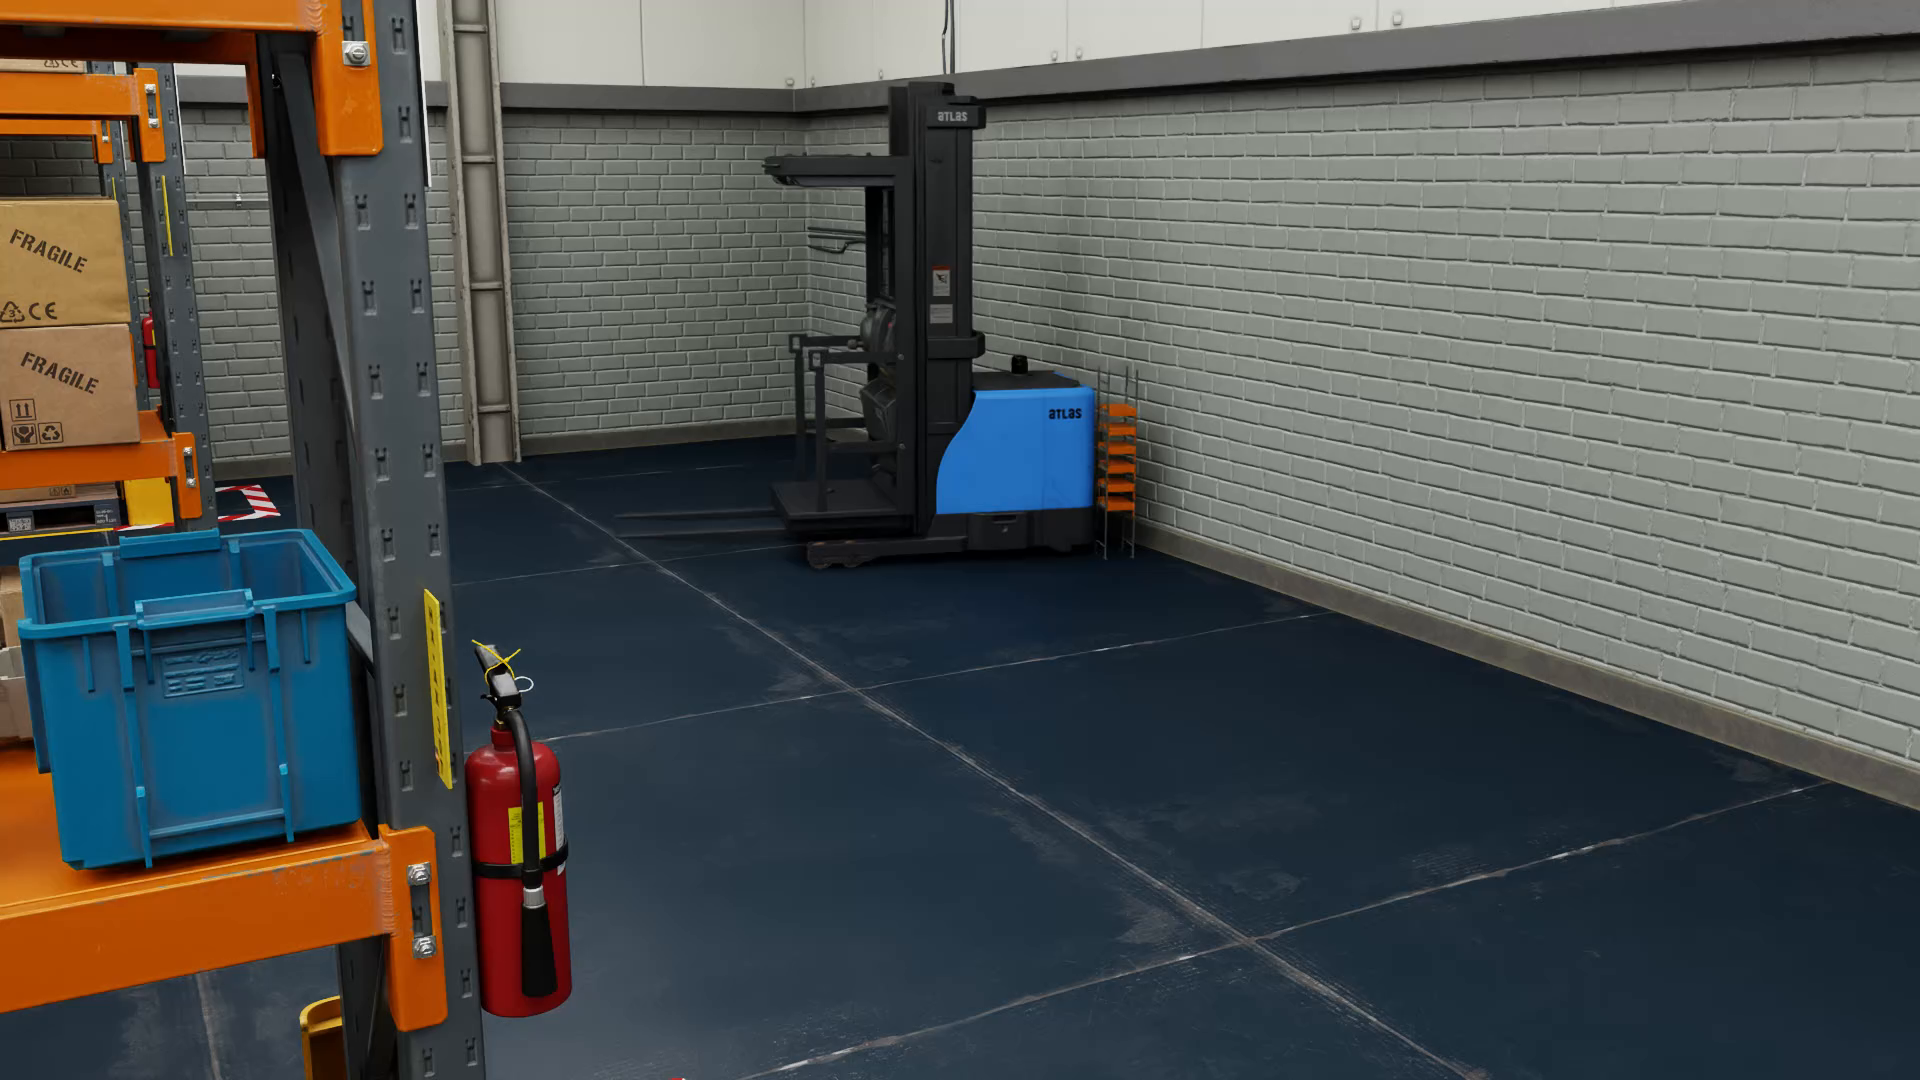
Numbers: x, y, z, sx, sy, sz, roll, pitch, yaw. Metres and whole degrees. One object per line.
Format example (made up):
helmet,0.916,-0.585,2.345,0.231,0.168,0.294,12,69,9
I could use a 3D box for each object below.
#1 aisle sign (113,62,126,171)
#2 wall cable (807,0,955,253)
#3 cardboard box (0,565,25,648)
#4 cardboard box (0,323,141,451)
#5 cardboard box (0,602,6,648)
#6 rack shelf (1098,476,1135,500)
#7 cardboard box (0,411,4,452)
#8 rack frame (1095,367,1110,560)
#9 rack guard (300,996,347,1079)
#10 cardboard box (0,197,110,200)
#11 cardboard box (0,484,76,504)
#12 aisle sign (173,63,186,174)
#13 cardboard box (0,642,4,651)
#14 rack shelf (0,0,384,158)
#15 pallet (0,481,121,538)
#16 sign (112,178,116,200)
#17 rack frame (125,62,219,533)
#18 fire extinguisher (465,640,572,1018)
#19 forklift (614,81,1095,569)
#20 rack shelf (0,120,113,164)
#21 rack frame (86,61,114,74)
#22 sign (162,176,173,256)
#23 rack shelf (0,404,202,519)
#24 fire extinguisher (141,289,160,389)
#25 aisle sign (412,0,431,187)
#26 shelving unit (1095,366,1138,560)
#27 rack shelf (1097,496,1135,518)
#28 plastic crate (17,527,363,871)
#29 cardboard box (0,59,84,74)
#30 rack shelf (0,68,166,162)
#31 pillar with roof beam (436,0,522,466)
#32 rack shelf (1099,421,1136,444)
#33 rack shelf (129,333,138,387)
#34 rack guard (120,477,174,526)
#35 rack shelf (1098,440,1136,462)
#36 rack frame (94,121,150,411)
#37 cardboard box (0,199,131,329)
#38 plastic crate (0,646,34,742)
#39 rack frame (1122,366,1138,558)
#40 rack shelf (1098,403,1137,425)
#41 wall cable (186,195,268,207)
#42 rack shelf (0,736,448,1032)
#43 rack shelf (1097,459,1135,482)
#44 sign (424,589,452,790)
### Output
aisle sign,-5.694,-2.901,11.248,0.004,0.787,0.394,-7,14,-28
wall cable,-0.766,-3.621,13.777,0.112,2.526,3.097,-7,14,-28
cardboard box,-3.884,0.381,7.278,0.500,0.500,0.500,-7,14,-28
cardboard box,-3.787,-0.678,7.063,0.500,0.500,0.500,-6,14,-26
cardboard box,-4.577,0.453,7.525,0.500,0.250,0.500,-7,14,-28
rack shelf,0.990,-0.330,10.591,0.180,0.103,0.258,-2,13,-11
cardboard box,-4.241,-0.623,6.818,0.500,0.500,0.500,-7,14,-27
rack frame,0.901,-0.486,10.537,0.006,1.200,0.240,-2,13,-11
rack guard,-1.140,1.440,3.570,0.348,0.500,1.175,-7,14,-28
cardboard box,-4.040,-1.270,7.414,0.500,0.500,0.500,-6,14,-26
cardboard box,-6.468,-0.576,11.572,0.500,0.500,0.700,-7,14,-28
aisle sign,-3.318,-1.945,7.001,0.004,0.787,0.394,-7,14,-28
cardboard box,-4.282,0.569,7.202,0.250,0.166,0.380,-7,14,-28
rack shelf,-2.910,-0.676,2.088,4.000,0.370,1.077,-7,14,-28
pallet,-6.566,-0.224,11.622,1.213,0.211,1.003,-7,14,-28
sign,-5.654,-2.258,11.133,0.005,0.325,0.100,-7,14,-28
rack frame,-3.525,-0.729,7.517,0.127,3.000,1.000,-7,14,-28
fire extinguisher,-0.804,0.517,3.004,0.183,0.674,0.296,-7,14,-28
forklift,-0.702,-1.375,10.545,3.031,2.935,1.130,-3,13,-12
rack shelf,-7.657,-2.585,10.572,4.000,0.370,1.077,-7,14,-28
rack frame,-5.901,-4.610,11.098,0.127,3.000,1.000,-7,14,-28
sign,-3.276,-1.339,6.870,0.005,0.325,0.100,-7,14,-28
rack shelf,-5.280,-0.168,6.661,4.000,0.370,1.077,-7,14,-28
fire extinguisher,-5.548,-1.391,11.482,0.183,0.674,0.296,-7,14,-28
aisle sign,-0.951,-0.993,2.771,0.004,0.787,0.394,-7,14,-28
shelving unit,0.990,-0.490,10.555,0.189,1.200,0.258,-2,13,-11
rack shelf,0.990,-0.213,10.617,0.180,0.103,0.258,-2,13,-11
plastic crate,-1.359,0.251,2.946,0.499,0.435,0.616,-7,14,-28
cardboard box,-3.849,-2.014,6.738,0.500,0.250,0.500,-7,14,-28
rack shelf,-5.280,-1.631,6.331,4.000,0.370,1.077,-7,14,-28
pillar with roof beam,-1.883,-4.231,9.415,0.400,9.000,9.100,-7,14,-28
rack shelf,0.990,-0.681,10.512,0.180,0.103,0.258,-2,13,-11
rack shelf,-7.657,-1.122,10.901,4.000,0.370,1.077,-7,14,-28
rack guard,-5.880,-0.466,12.043,0.348,0.500,1.175,-7,14,-28
rack shelf,0.990,-0.564,10.538,0.180,0.103,0.258,-2,13,-11
rack frame,-5.901,-1.683,11.757,0.127,3.000,1.000,-7,14,-28
cardboard box,-3.783,-1.166,6.952,0.500,0.500,0.500,-7,14,-28
plastic crate,-1.850,0.306,3.383,0.298,0.136,0.250,-7,14,-28
rack frame,1.080,-0.494,10.572,0.006,1.200,0.240,-2,13,-11
rack shelf,0.990,-0.798,10.486,0.180,0.103,0.258,-2,13,-11
wall cable,-5.231,-2.496,13.054,1.851,1.984,0.084,-7,14,-28
rack shelf,-2.910,0.787,2.417,4.000,0.370,1.077,-7,14,-28
rack shelf,0.990,-0.447,10.565,0.180,0.103,0.258,-2,13,-11
sign,-0.877,0.251,2.792,0.005,0.325,0.100,-7,14,-28
